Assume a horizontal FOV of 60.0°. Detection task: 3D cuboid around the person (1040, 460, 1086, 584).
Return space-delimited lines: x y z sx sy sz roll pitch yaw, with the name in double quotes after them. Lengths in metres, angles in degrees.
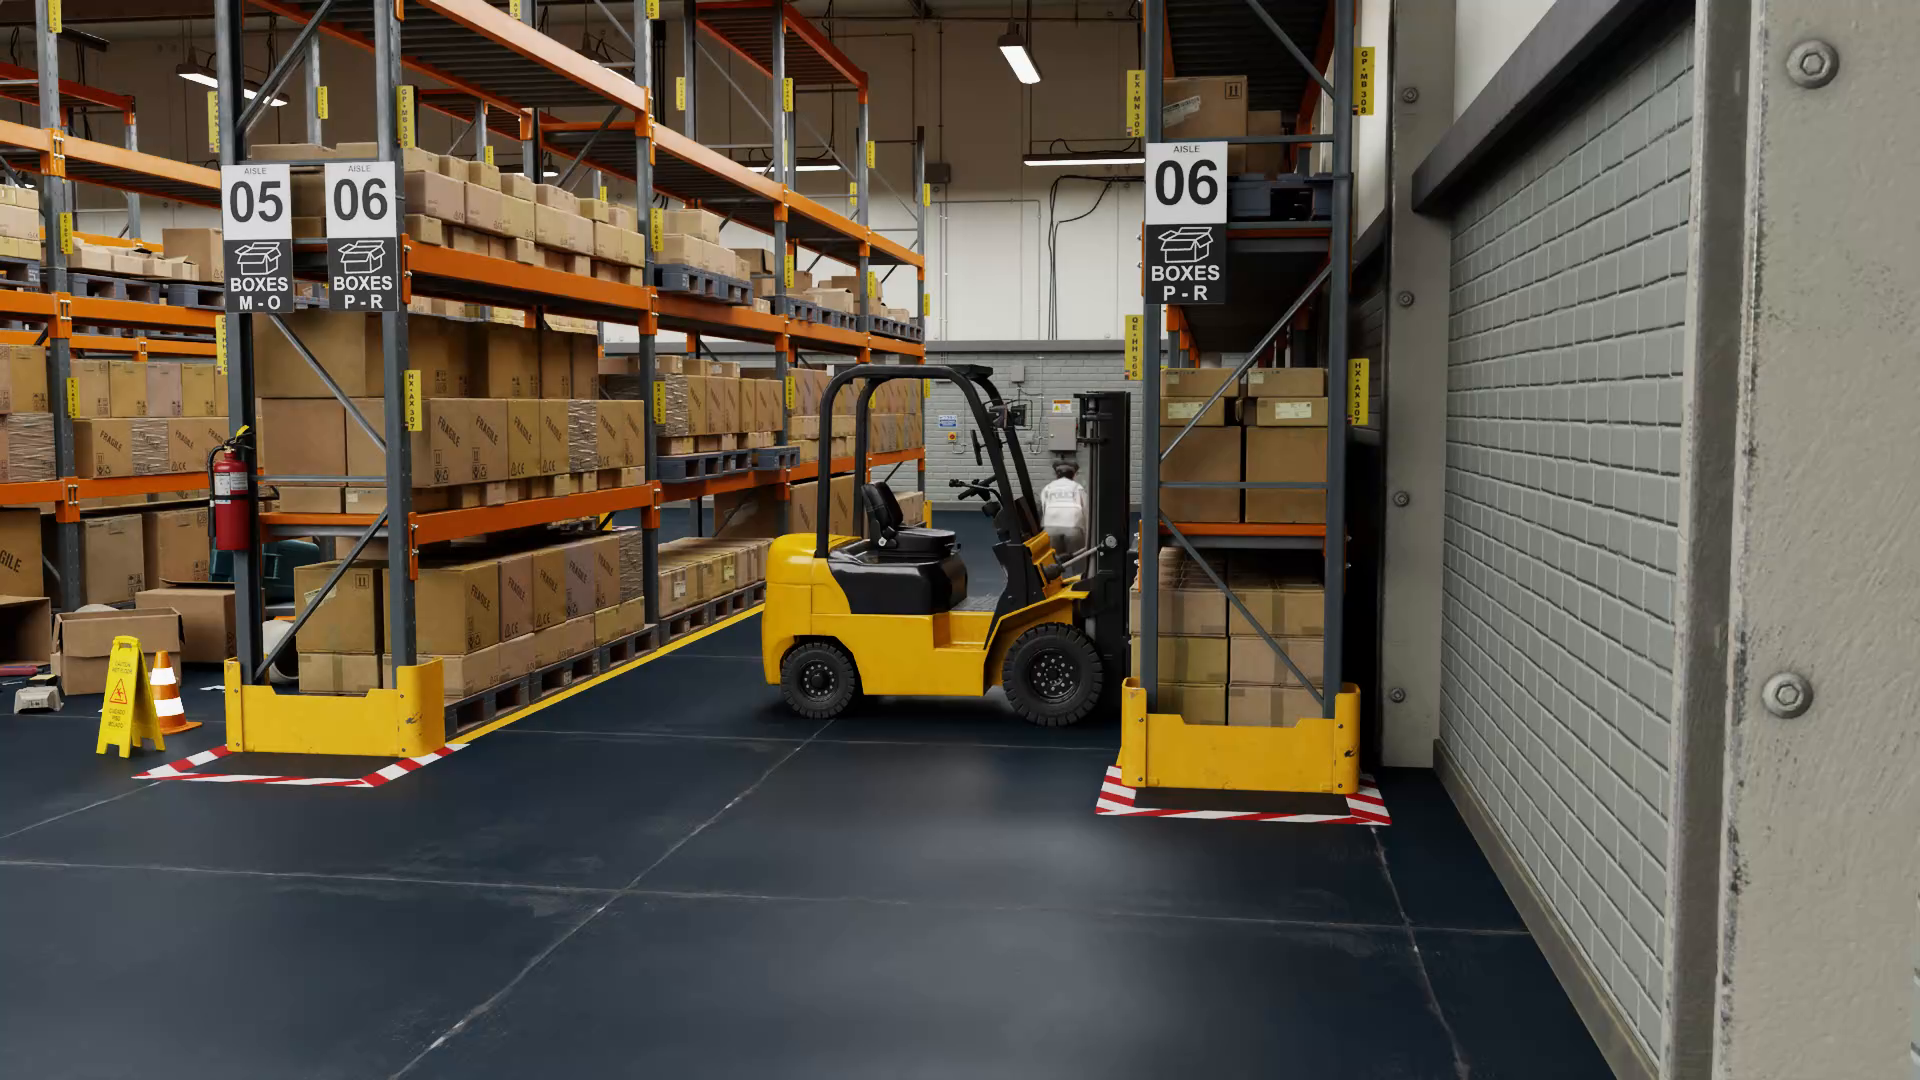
0.914 0.020 14.641 0.414 1.433 0.796 1 5 7 "person"
